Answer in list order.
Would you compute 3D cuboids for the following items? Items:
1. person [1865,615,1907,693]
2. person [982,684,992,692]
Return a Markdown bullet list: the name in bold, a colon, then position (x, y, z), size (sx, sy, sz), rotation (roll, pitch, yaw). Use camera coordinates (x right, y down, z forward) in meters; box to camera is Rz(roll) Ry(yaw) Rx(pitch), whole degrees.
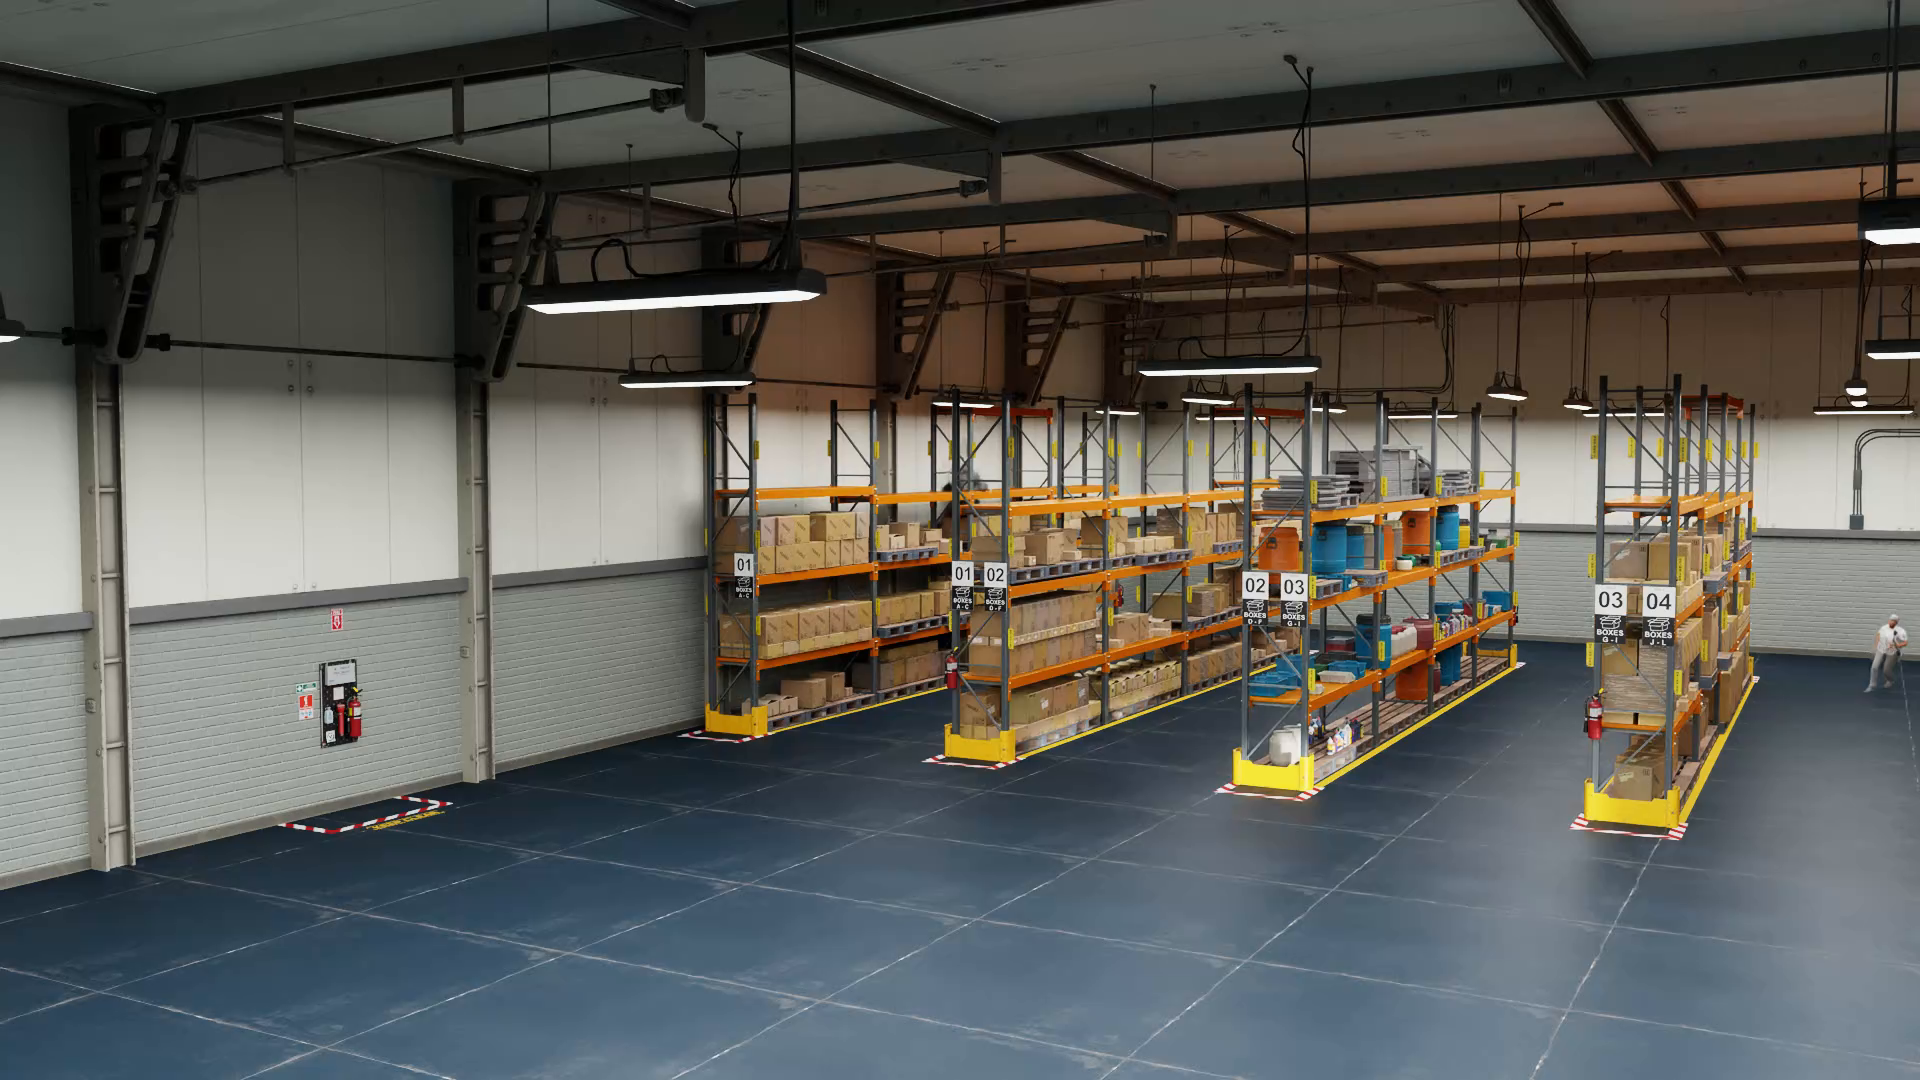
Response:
- **person**: position (19.203, 2.342, 34.341), size (0.822, 1.626, 0.658), rotation (-3, 4, -39)
- **person**: position (0.616, 2.442, 32.072), size (0.574, 1.649, 0.586), rotation (1, 3, 23)
